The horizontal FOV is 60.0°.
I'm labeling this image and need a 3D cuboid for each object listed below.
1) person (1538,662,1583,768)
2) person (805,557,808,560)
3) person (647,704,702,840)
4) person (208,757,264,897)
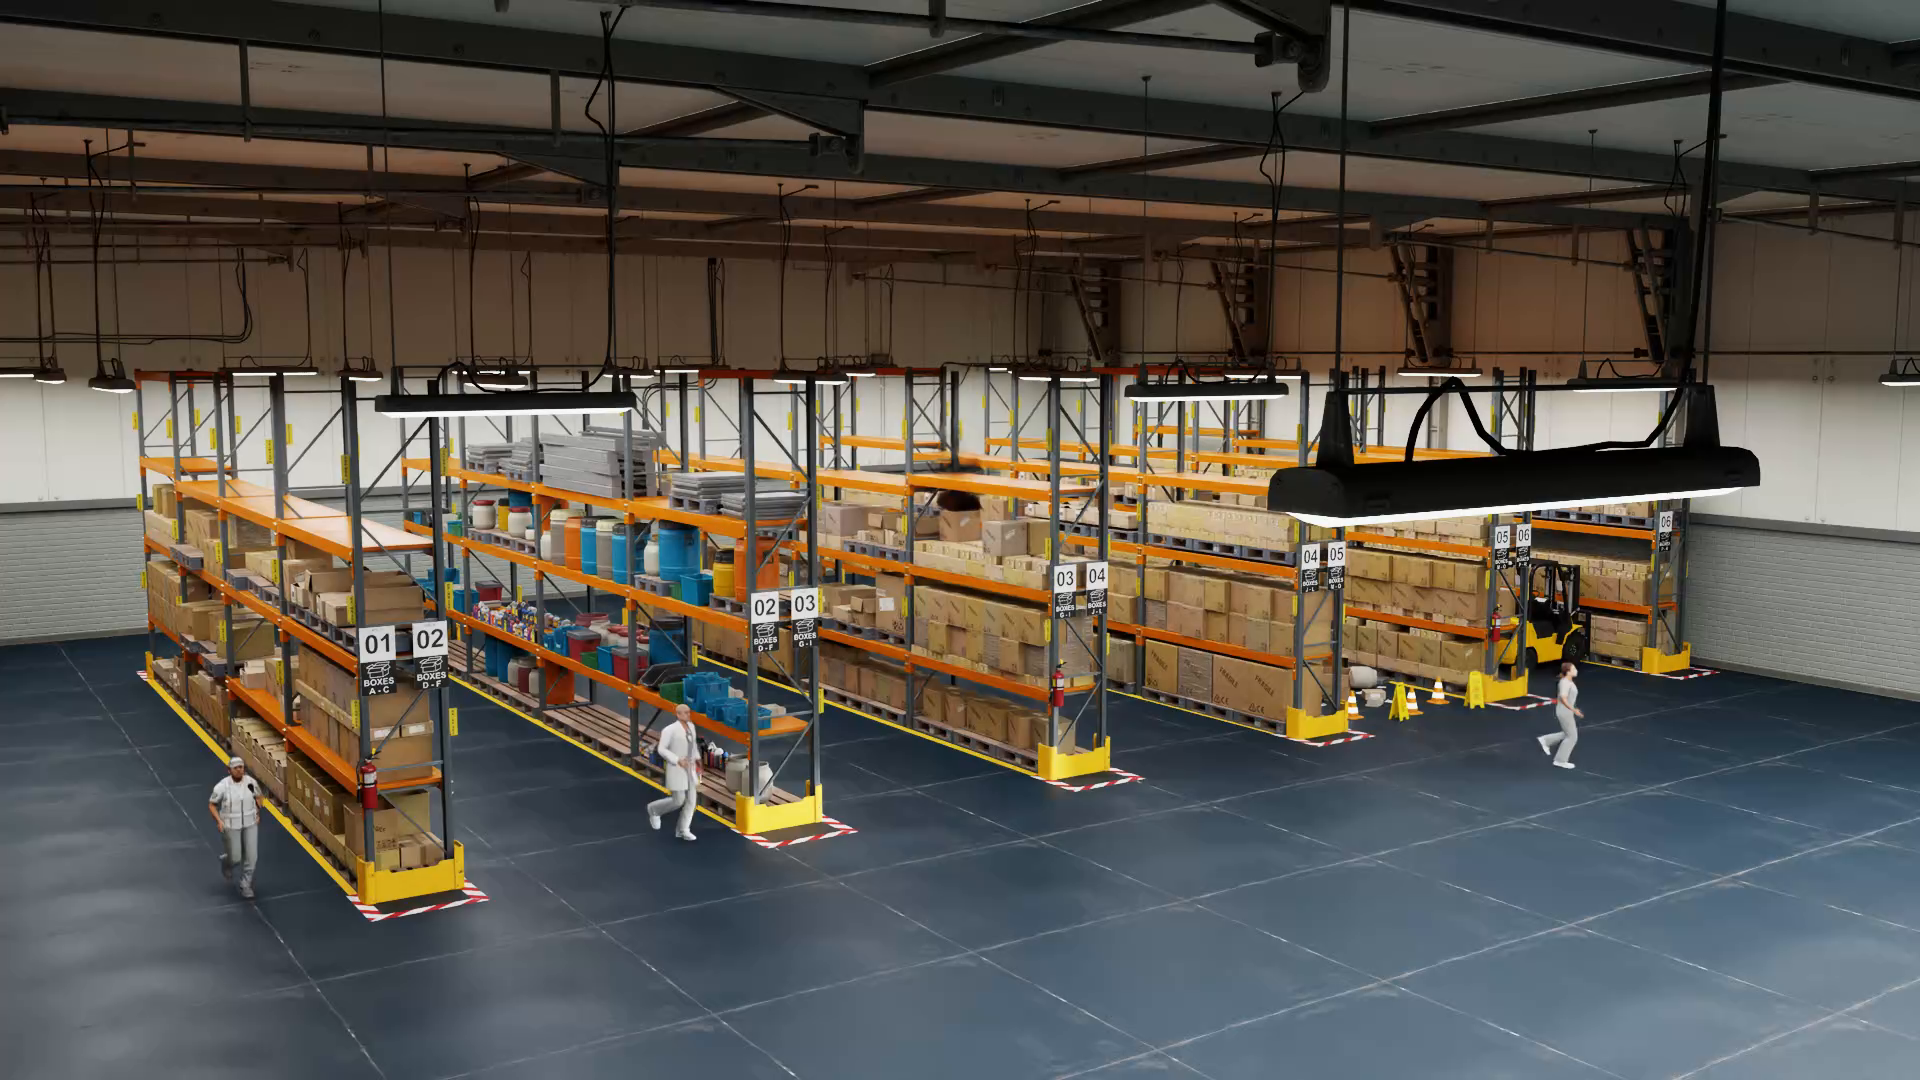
[{"bbox_3d":[9.200,2.662,25.447,0.636,1.642,0.581,2,7,20],"label":"person"},{"bbox_3d":[-3.574,1.195,38.530,0.541,1.634,0.729,-4,8,-32],"label":"person"},{"bbox_3d":[-3.680,3.009,21.799,0.808,1.734,0.753,4,8,32],"label":"person"},{"bbox_3d":[-8.469,3.345,19.516,0.613,1.616,0.586,-5,8,-38],"label":"person"}]
